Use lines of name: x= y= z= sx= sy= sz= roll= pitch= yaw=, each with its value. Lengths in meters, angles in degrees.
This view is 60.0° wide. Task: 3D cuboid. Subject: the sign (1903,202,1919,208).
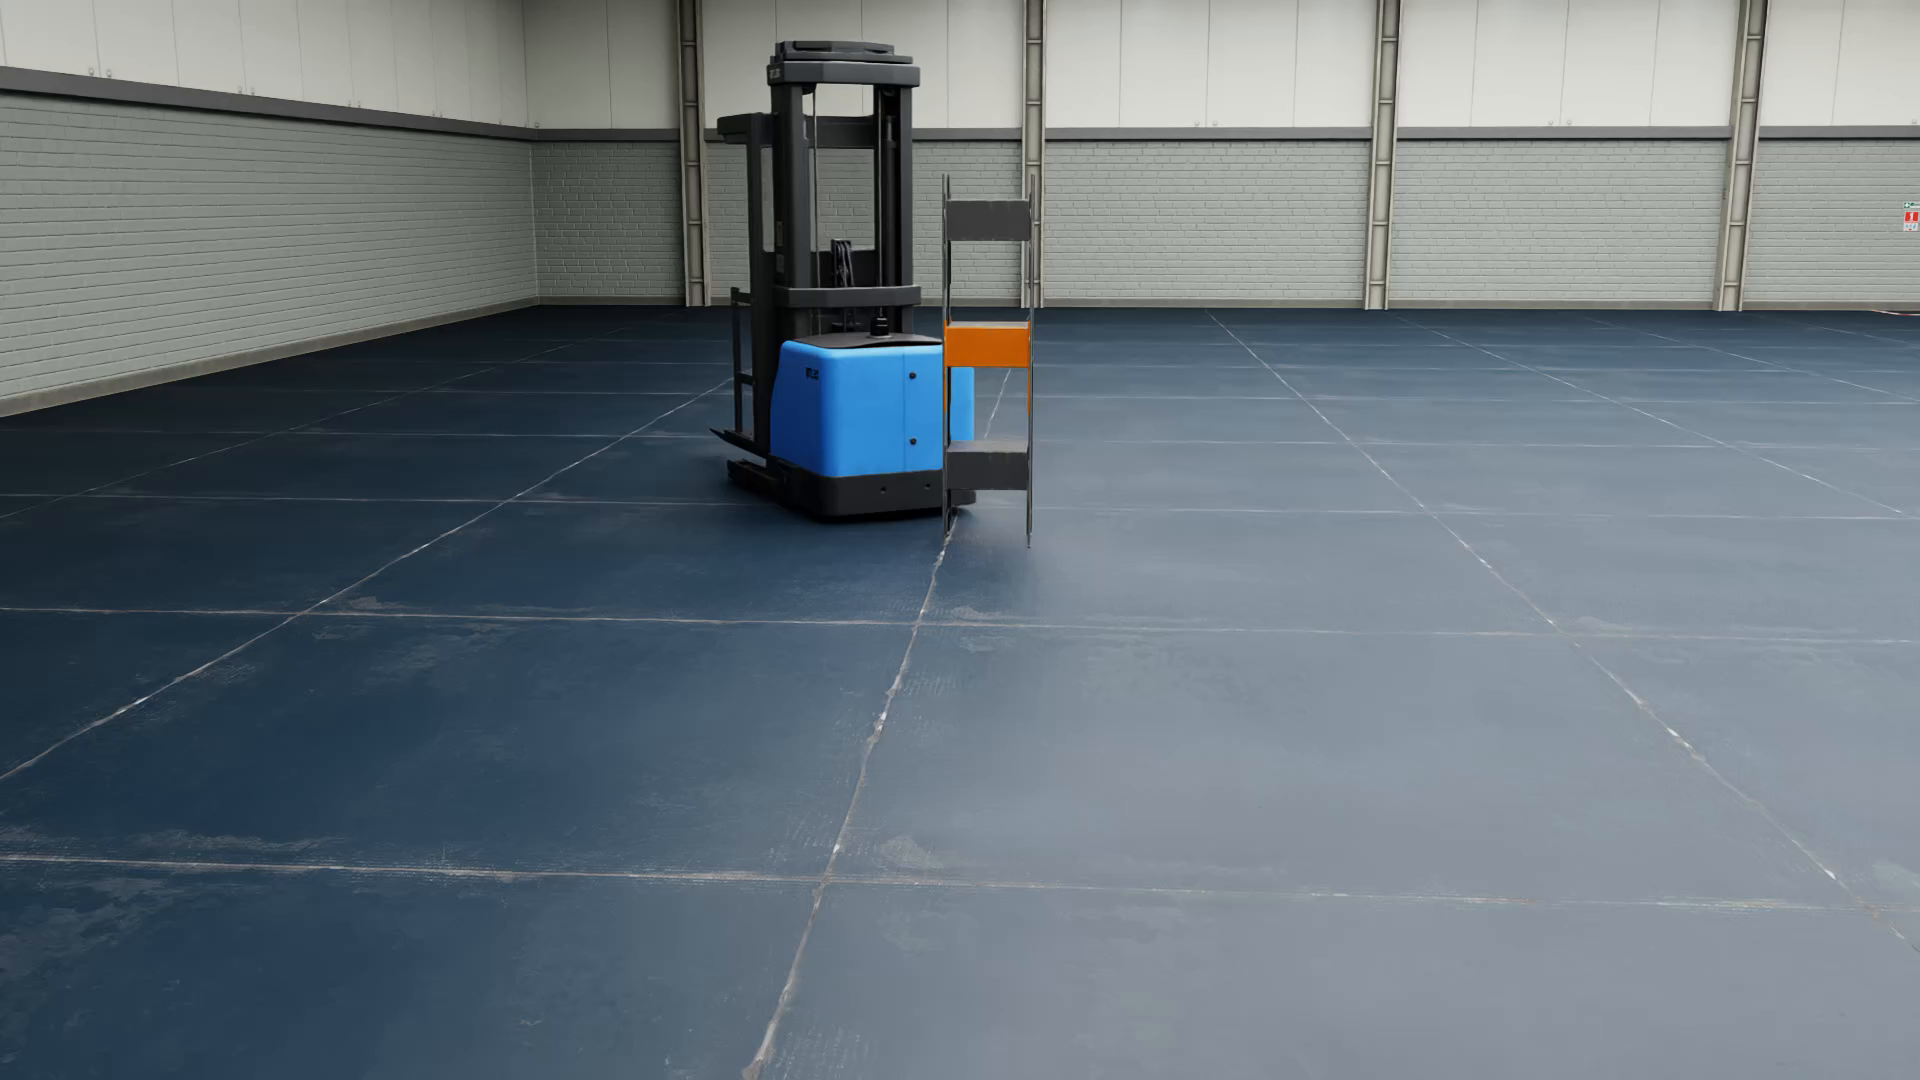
sign: x=16.238 y=-5.701 z=28.314 sx=0.331 sy=0.109 sz=0.001 roll=1 pitch=12 yaw=4

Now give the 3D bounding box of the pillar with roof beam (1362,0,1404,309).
pillar with roof beam: x=6.981 y=-7.577 z=24.011 sx=0.400 sy=9.000 sz=9.100 roll=1 pitch=12 yaw=4

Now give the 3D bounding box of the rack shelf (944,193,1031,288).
rack shelf: x=0.165 y=-1.697 z=9.402 sx=0.480 sy=0.518 sz=0.431 roll=1 pitch=12 yaw=4

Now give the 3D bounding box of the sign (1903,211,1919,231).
sign: x=16.234 y=-5.443 z=28.377 sx=0.234 sy=0.329 sz=0.001 roll=1 pitch=12 yaw=4

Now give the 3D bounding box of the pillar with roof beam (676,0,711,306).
pillar with roof beam: x=-4.992 y=-7.741 z=24.796 sx=0.400 sy=9.000 sz=9.100 roll=1 pitch=12 yaw=4

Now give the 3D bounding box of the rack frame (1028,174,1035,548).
rack frame: x=0.409 y=-1.022 z=9.526 sx=0.015 sy=2.100 sz=0.400 roll=1 pitch=12 yaw=4

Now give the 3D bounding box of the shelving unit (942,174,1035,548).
shelving unit: x=0.165 y=-1.025 z=9.542 sx=0.503 sy=2.100 sz=0.431 roll=1 pitch=12 yaw=4

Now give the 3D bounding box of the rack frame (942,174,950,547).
rack frame: x=-0.078 y=-1.029 z=9.558 sx=0.015 sy=2.100 sz=0.400 roll=1 pitch=12 yaw=4

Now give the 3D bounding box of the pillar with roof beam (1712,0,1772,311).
pillar with roof beam: x=12.967 y=-7.495 z=23.619 sx=0.400 sy=9.000 sz=9.100 roll=1 pitch=12 yaw=4

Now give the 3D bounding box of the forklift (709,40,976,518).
forklift: x=-0.981 y=-1.830 z=11.356 sx=1.130 sy=2.935 sz=3.031 roll=-5 pitch=13 yaw=-25

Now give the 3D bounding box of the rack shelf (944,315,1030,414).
rack shelf: x=0.165 y=-1.012 z=9.545 sx=0.480 sy=0.518 sz=0.431 roll=1 pitch=12 yaw=4

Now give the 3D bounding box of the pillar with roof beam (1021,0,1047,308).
pillar with roof beam: x=0.994 y=-7.659 z=24.404 sx=0.400 sy=9.000 sz=9.100 roll=1 pitch=12 yaw=4

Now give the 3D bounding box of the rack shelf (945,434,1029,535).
rack shelf: x=0.165 y=-0.327 z=9.688 sx=0.480 sy=0.518 sz=0.431 roll=1 pitch=12 yaw=4
